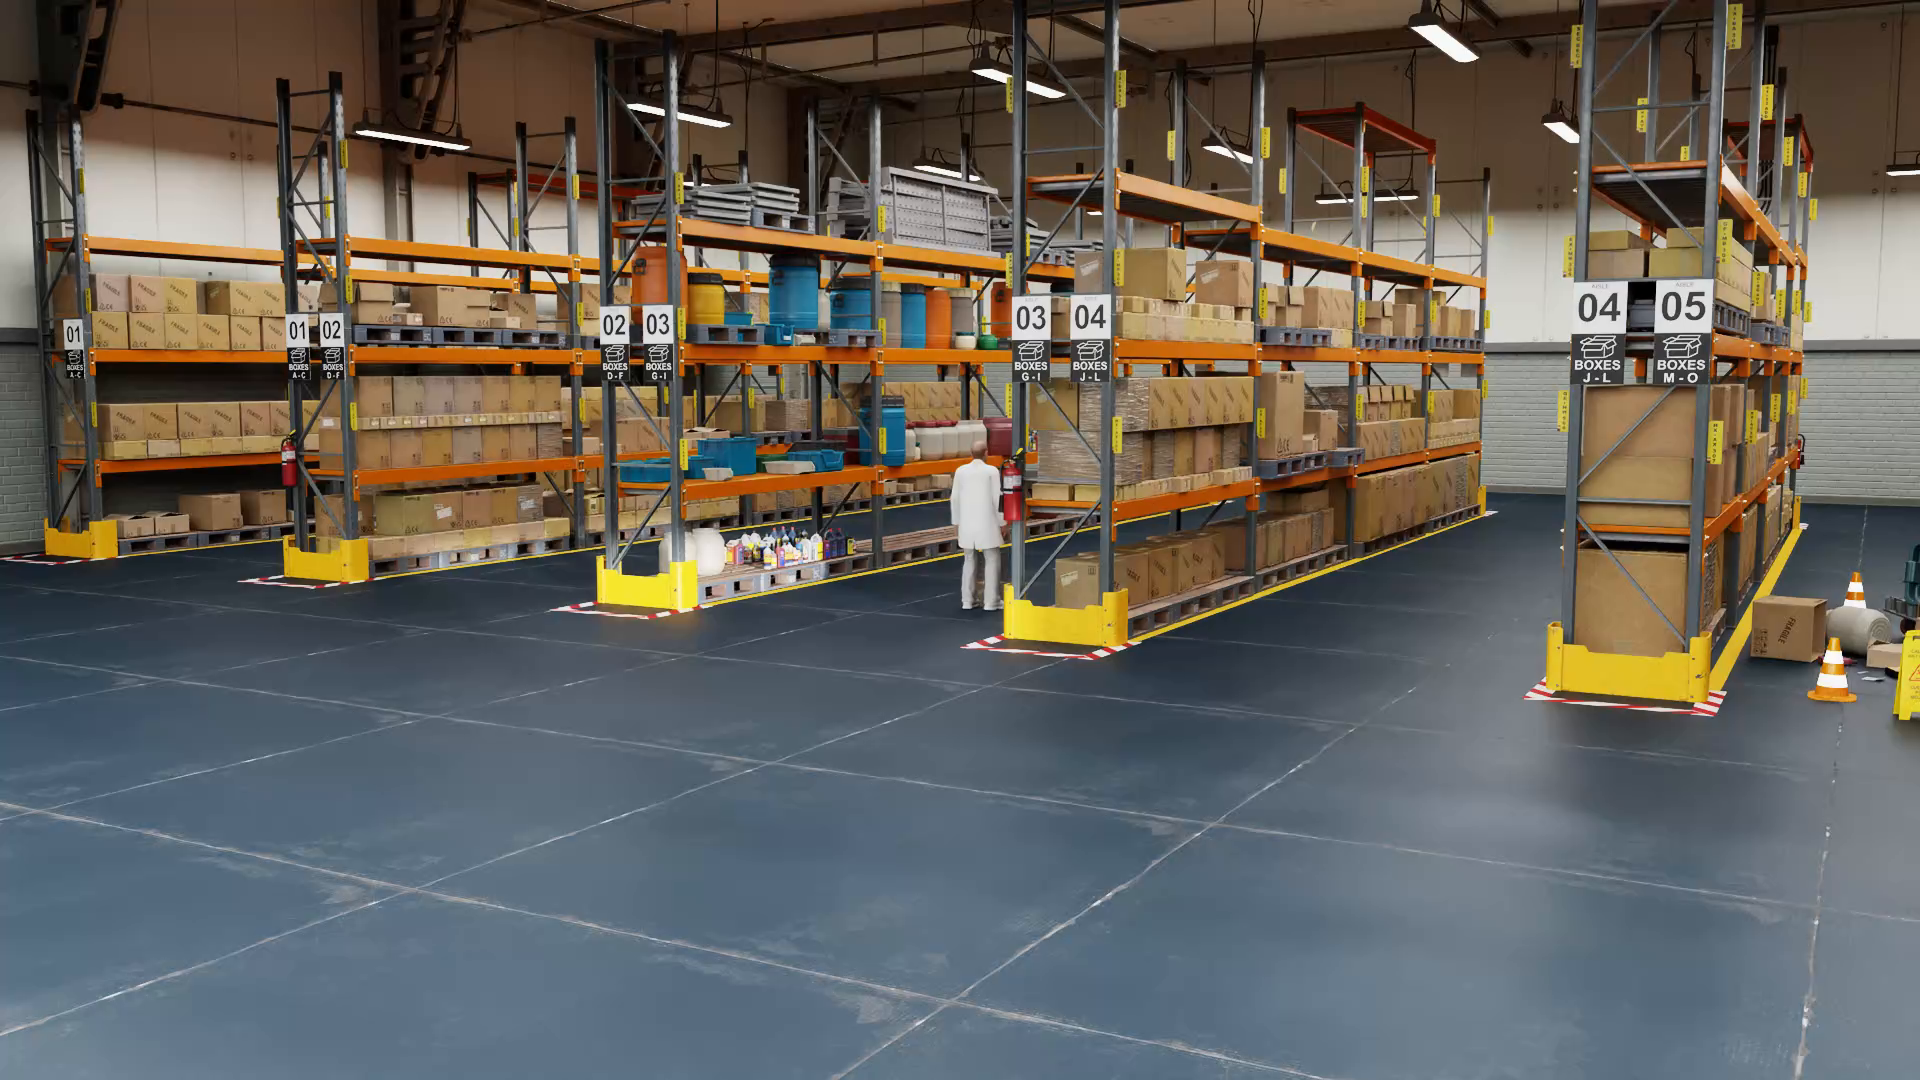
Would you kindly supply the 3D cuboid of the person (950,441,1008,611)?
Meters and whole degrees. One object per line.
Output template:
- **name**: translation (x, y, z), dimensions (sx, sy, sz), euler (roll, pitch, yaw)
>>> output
- **person**: translation (0.207, -0.154, 17.592), dimensions (0.642, 1.772, 0.428), euler (3, 6, 26)
